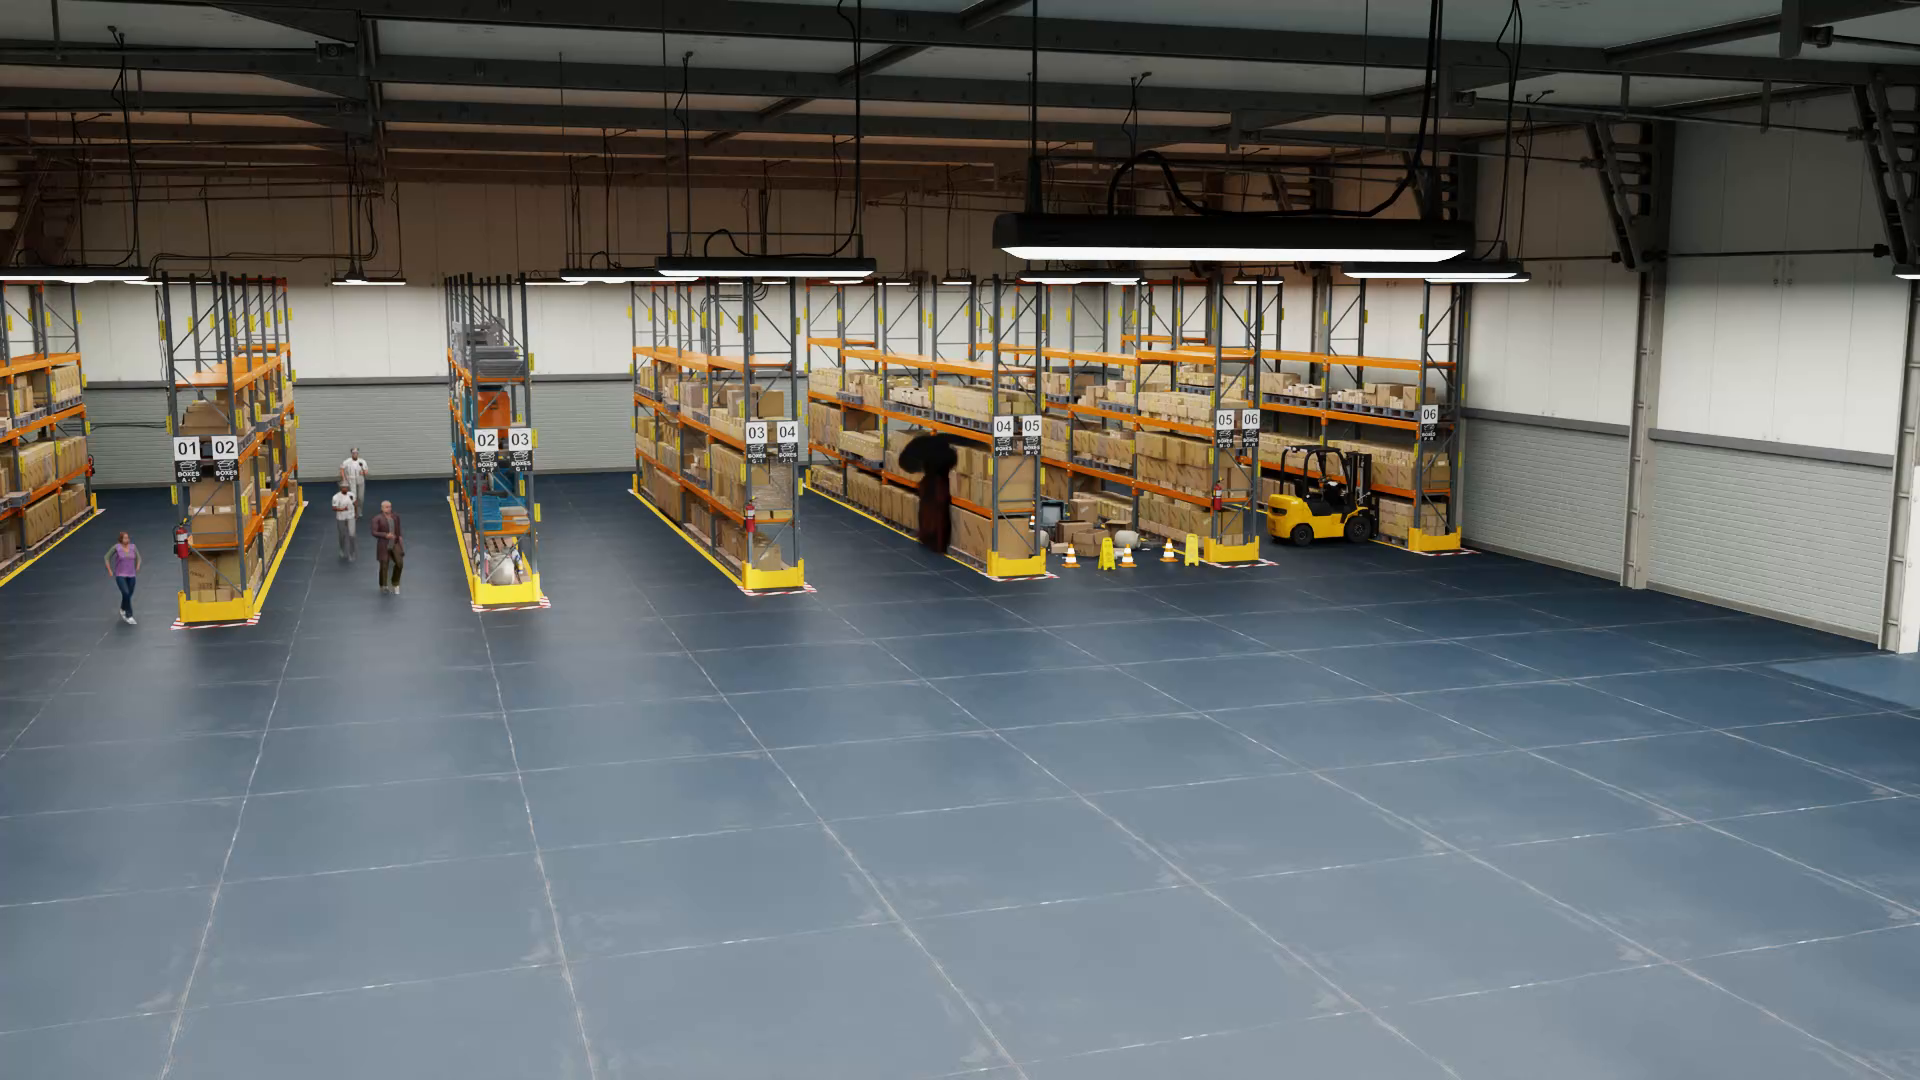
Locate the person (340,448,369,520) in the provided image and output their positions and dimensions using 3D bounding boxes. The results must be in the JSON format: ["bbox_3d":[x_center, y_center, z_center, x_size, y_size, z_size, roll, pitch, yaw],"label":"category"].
[{"bbox_3d":[-15.096,-1.401,41.545,0.652,1.819,0.727,-5,10,-28],"label":"person"}]

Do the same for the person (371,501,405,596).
[{"bbox_3d":[-10.710,0.162,31.176,0.647,1.810,0.860,-6,11,-36],"label":"person"}]

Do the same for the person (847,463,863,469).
[{"bbox_3d":[-3.170,-2.608,49.598,0.917,1.788,0.706,1,9,8],"label":"person"}]

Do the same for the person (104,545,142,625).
[{"bbox_3d":[-14.386,0.740,28.648,0.767,1.362,0.553,8,12,43],"label":"person"}]

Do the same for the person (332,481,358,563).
[{"bbox_3d":[-12.994,-0.405,35.172,0.521,1.746,0.849,-4,10,-26],"label":"person"}]
